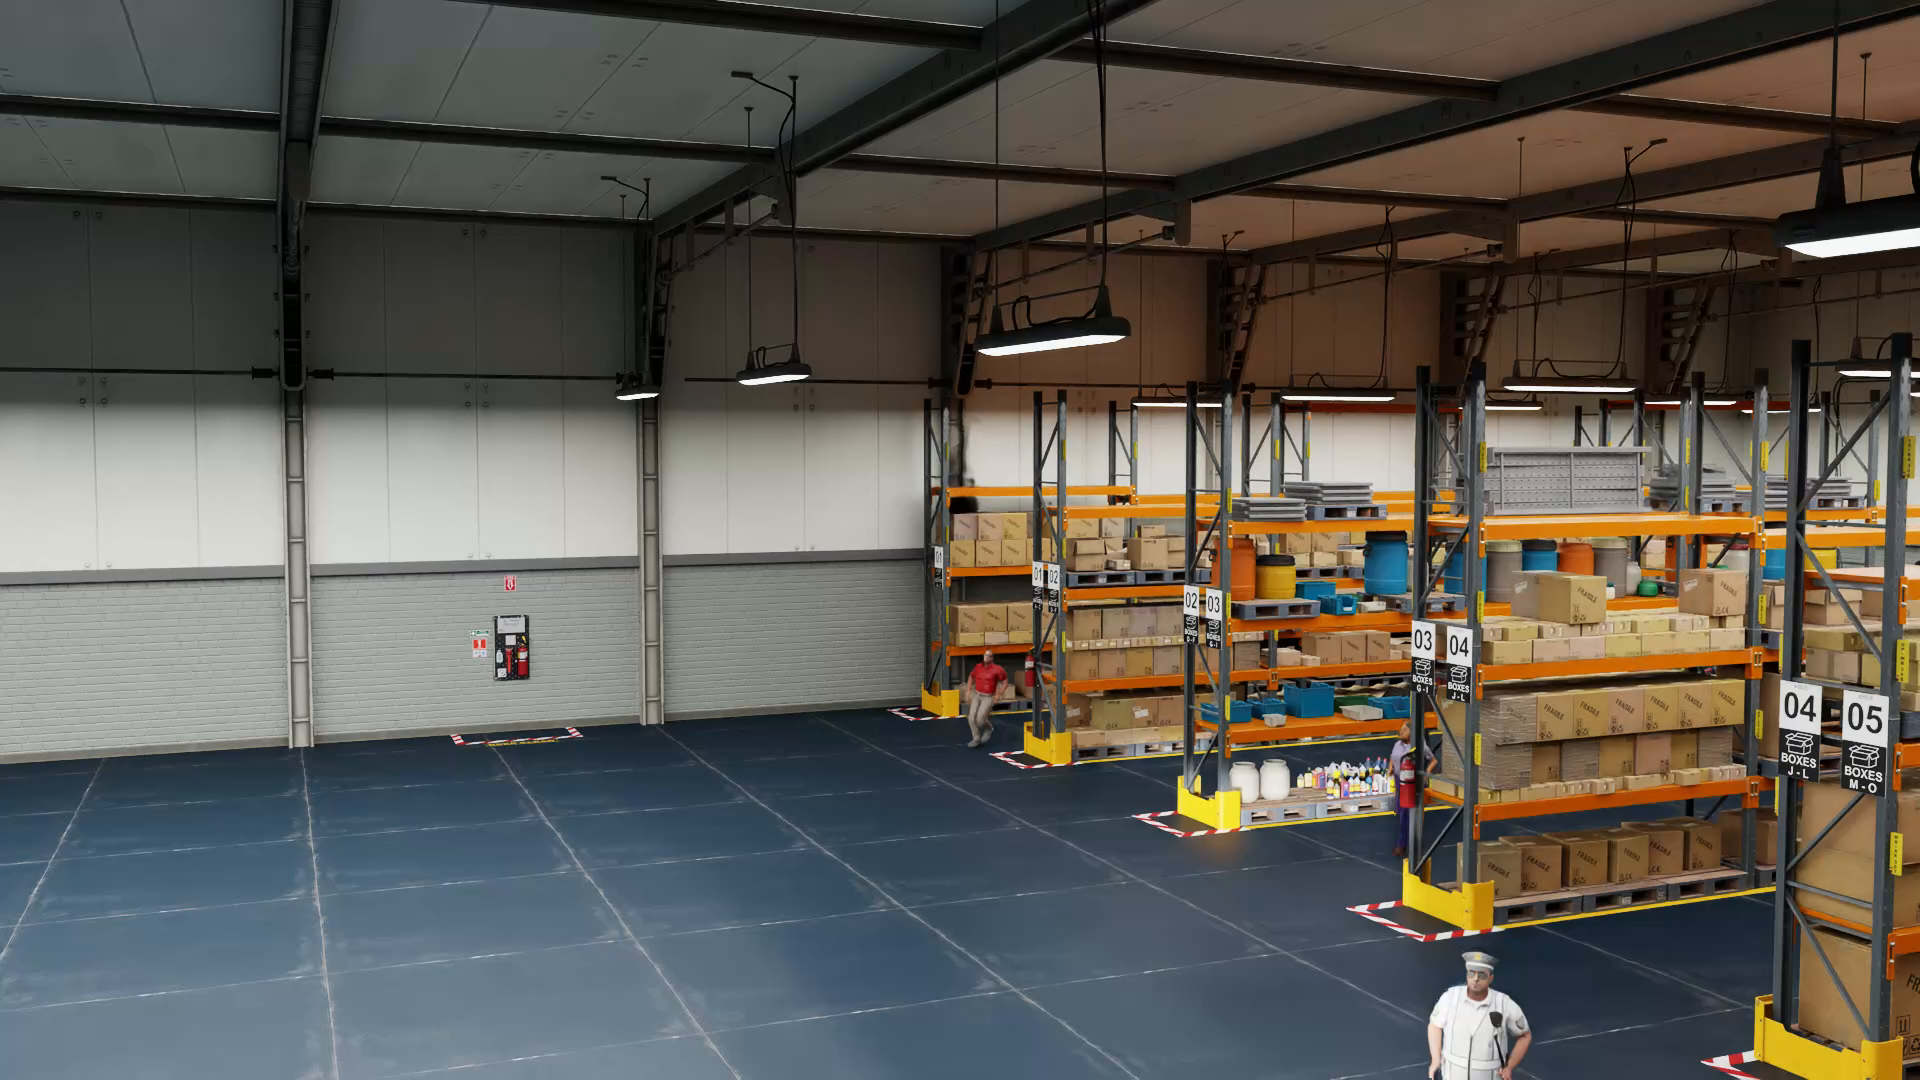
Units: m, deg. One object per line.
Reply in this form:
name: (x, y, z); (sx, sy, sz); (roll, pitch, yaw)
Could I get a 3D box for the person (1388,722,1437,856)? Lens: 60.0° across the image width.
person: (5.724, 3.124, 21.053); (0.848, 1.649, 0.616); (-3, 4, -40)

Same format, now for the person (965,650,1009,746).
person: (0.420, 2.687, 28.137); (0.714, 1.669, 0.535); (2, 4, 32)

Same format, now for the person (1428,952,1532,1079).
person: (3.511, 3.642, 11.294); (0.678, 1.753, 0.748); (2, 4, 27)
